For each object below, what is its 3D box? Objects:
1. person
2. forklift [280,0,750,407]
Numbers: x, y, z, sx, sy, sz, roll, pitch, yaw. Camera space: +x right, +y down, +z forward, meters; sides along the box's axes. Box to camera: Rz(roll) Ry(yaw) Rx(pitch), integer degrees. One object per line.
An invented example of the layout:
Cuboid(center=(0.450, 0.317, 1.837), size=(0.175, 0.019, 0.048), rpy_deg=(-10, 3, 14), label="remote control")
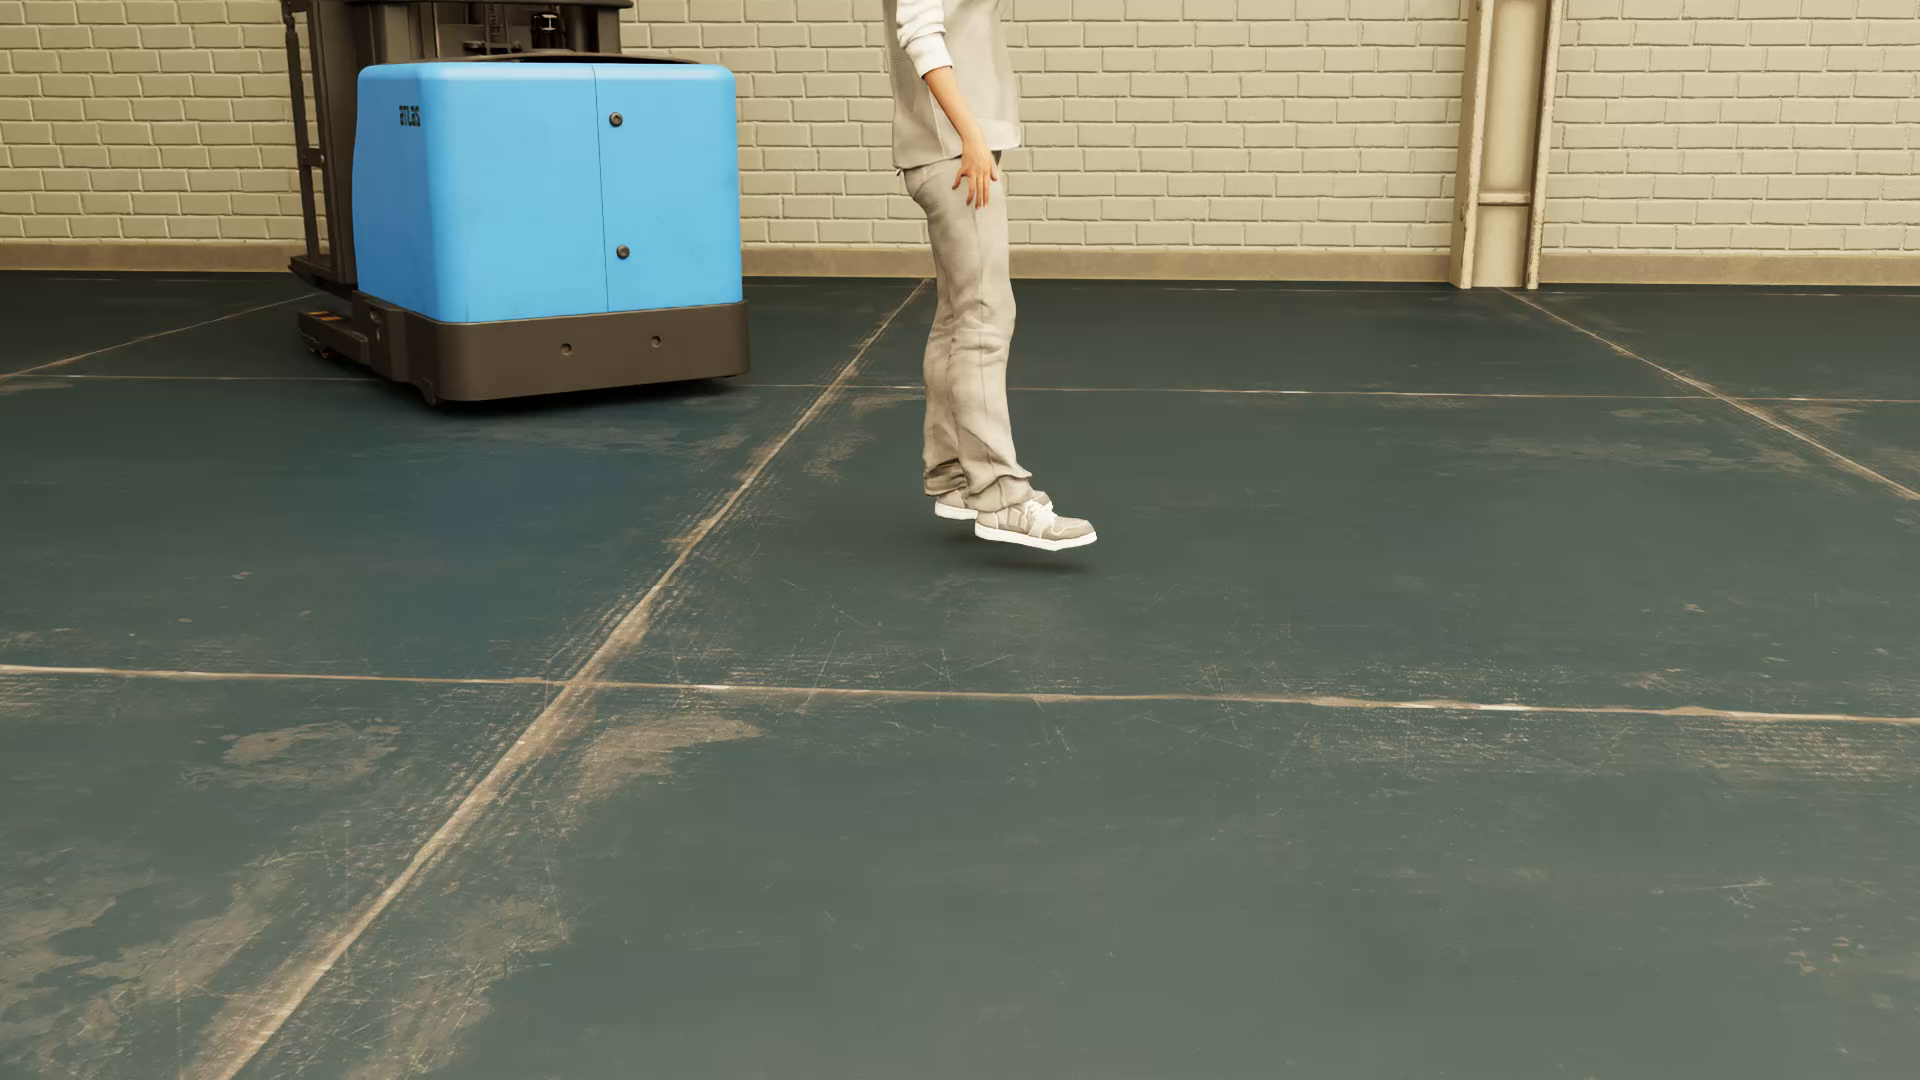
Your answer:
Cuboid(center=(0.072, -0.811, 3.573), size=(0.475, 1.596, 0.520), rpy_deg=(1, 15, 4), label="person")
Cuboid(center=(-1.942, -2.166, 6.197), size=(1.130, 2.935, 3.031), rpy_deg=(-10, 18, -32), label="forklift")
